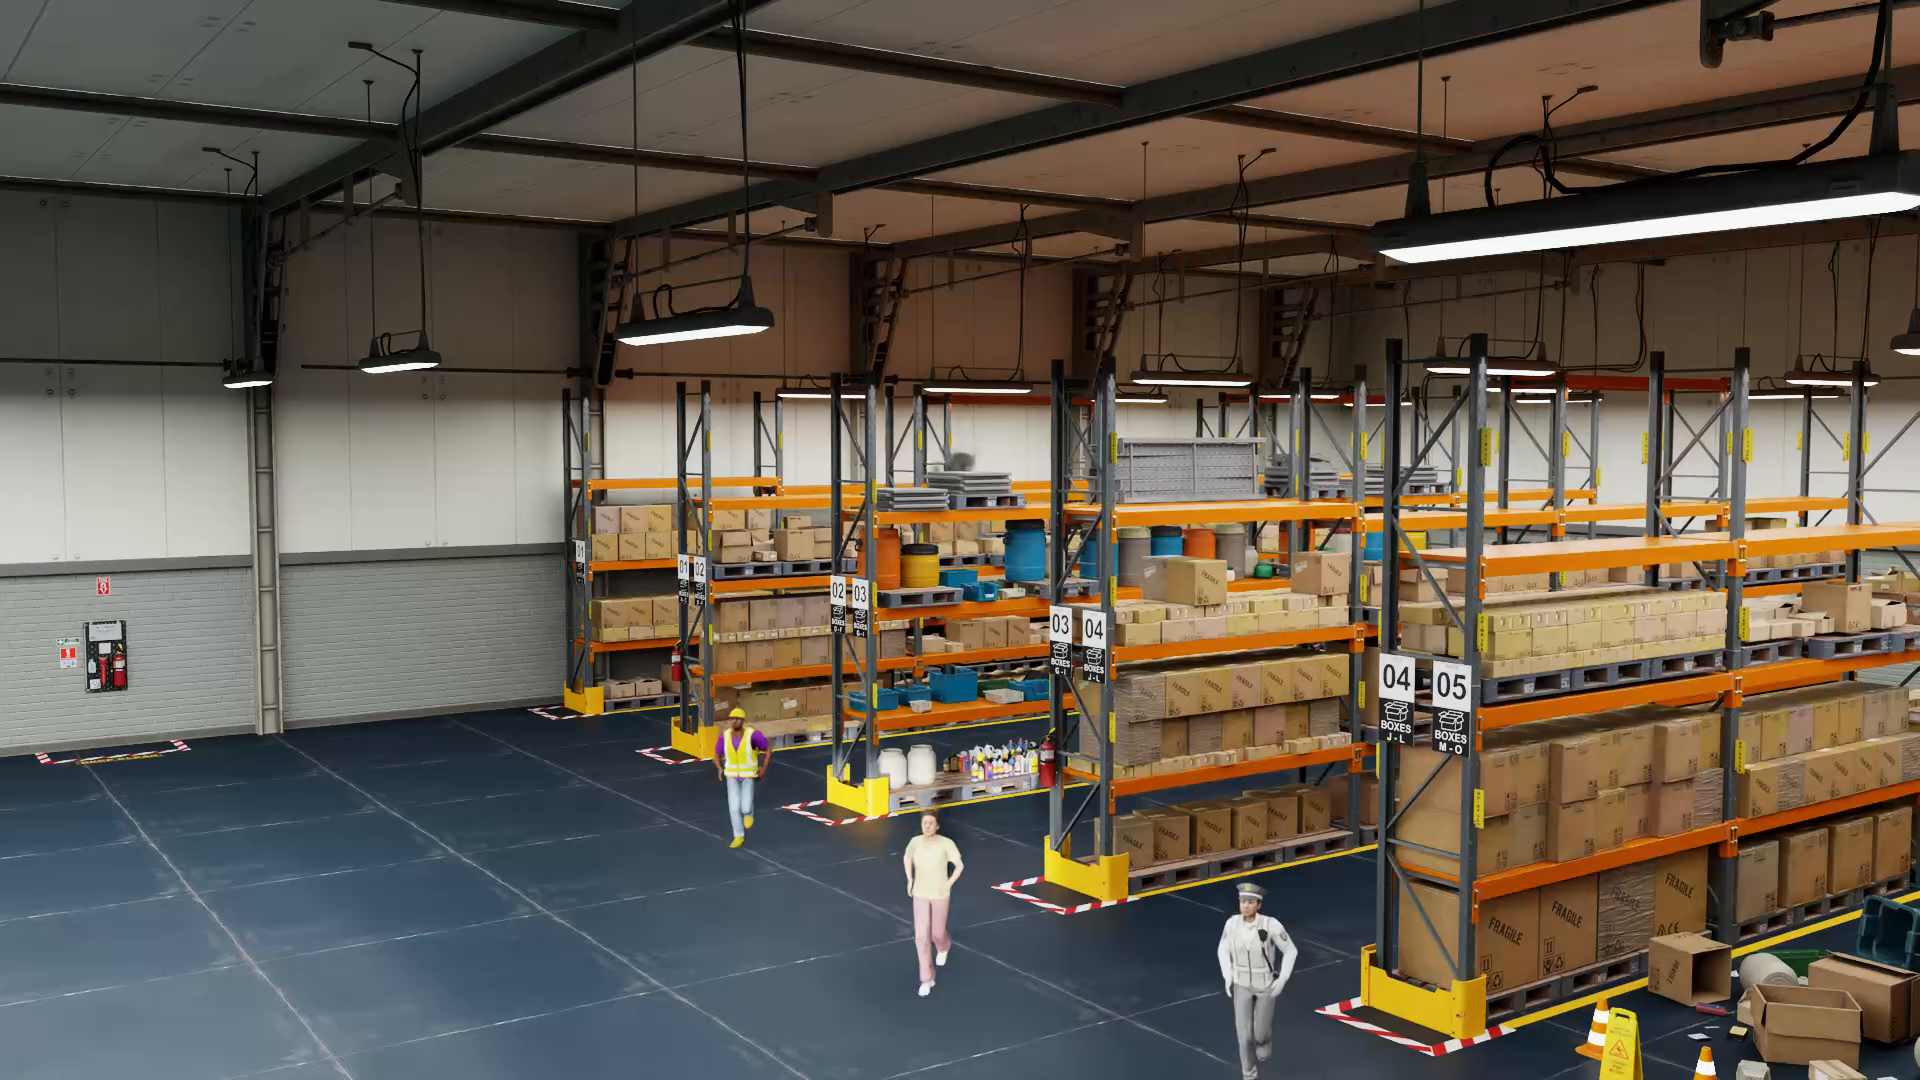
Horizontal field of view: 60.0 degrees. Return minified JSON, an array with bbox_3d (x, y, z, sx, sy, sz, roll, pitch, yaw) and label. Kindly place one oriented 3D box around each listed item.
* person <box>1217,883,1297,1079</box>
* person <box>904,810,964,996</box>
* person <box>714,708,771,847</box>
[{"bbox_3d":[2.351,3.499,13.123,0.607,1.681,0.601,2,4,23],"label":"person"},{"bbox_3d":[-0.257,3.343,15.625,0.591,1.667,0.850,1,4,9],"label":"person"},{"bbox_3d":[-2.743,2.965,20.944,0.724,1.739,0.652,0,4,6],"label":"person"}]
